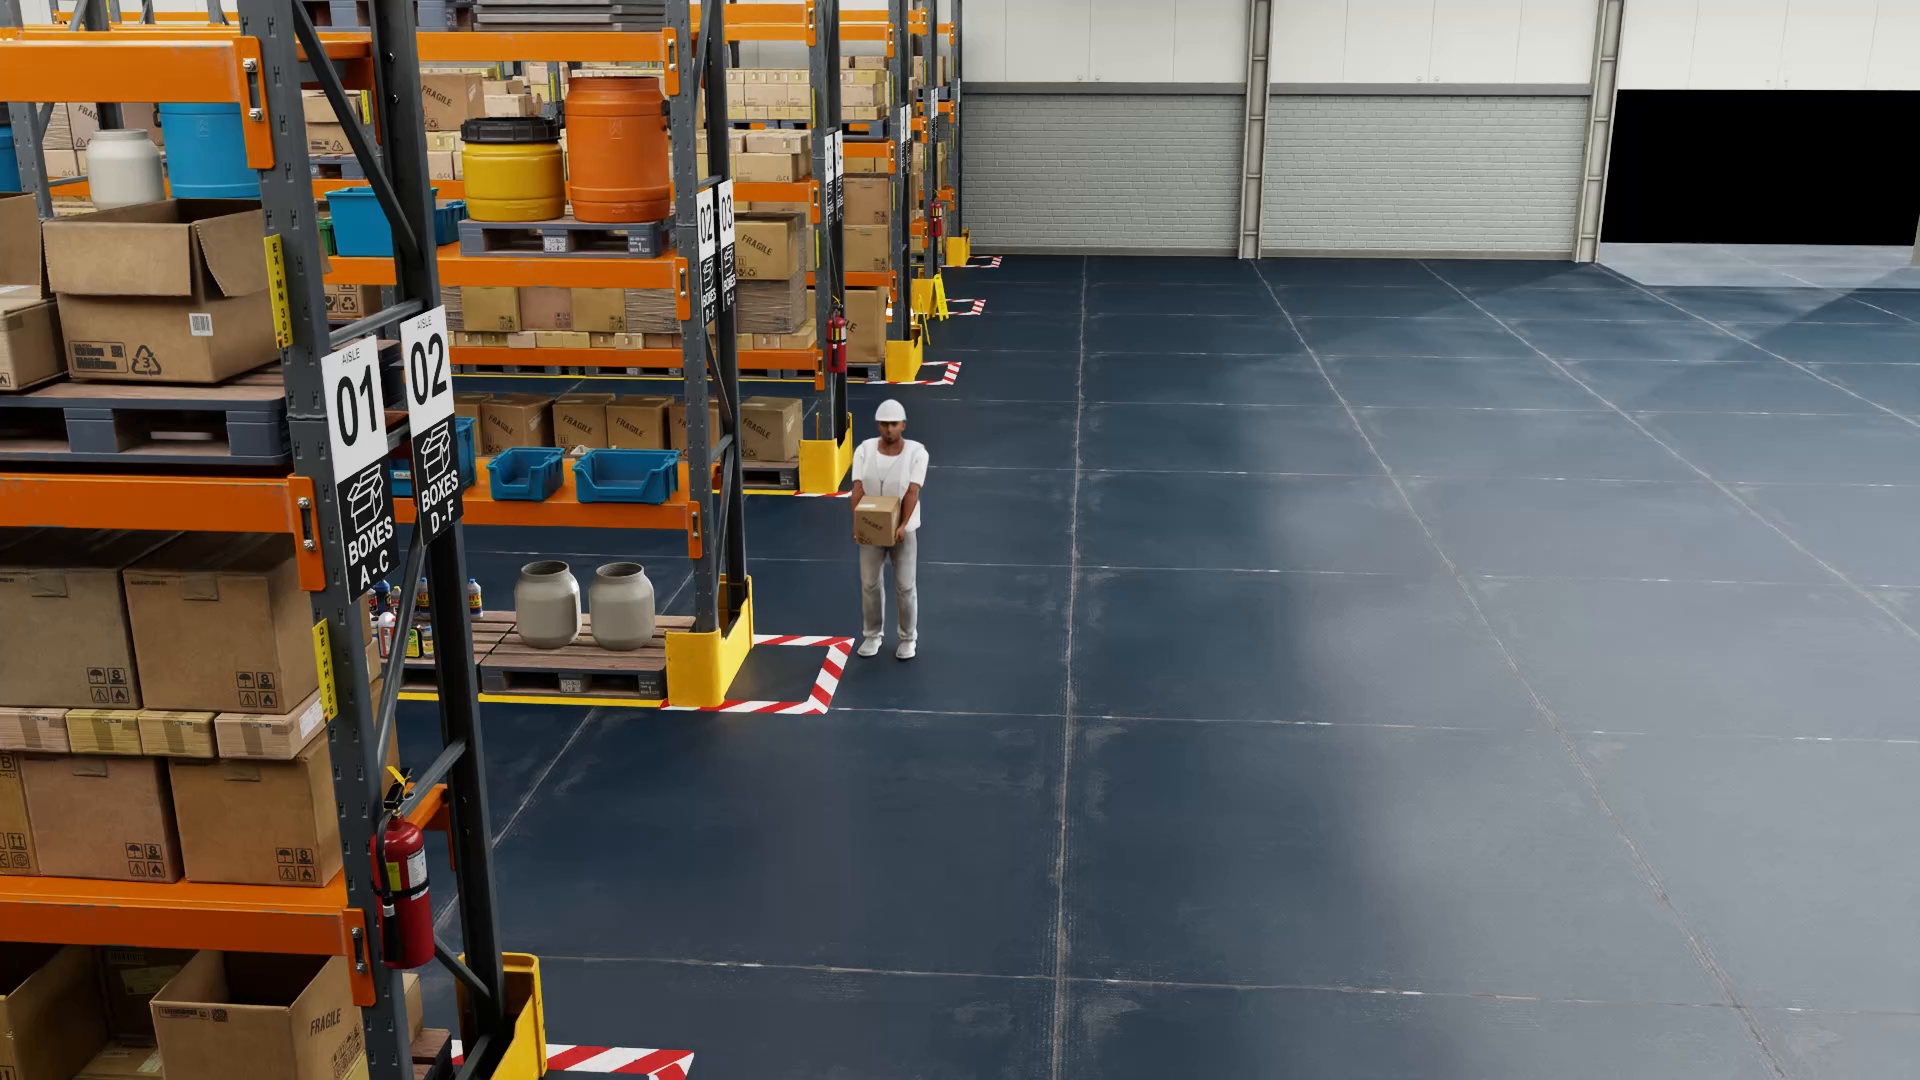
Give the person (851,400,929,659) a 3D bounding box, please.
[{"bbox_3d":[-0.490,-0.047,11.161,0.505,1.763,0.559,3,18,11],"label":"person"}]
